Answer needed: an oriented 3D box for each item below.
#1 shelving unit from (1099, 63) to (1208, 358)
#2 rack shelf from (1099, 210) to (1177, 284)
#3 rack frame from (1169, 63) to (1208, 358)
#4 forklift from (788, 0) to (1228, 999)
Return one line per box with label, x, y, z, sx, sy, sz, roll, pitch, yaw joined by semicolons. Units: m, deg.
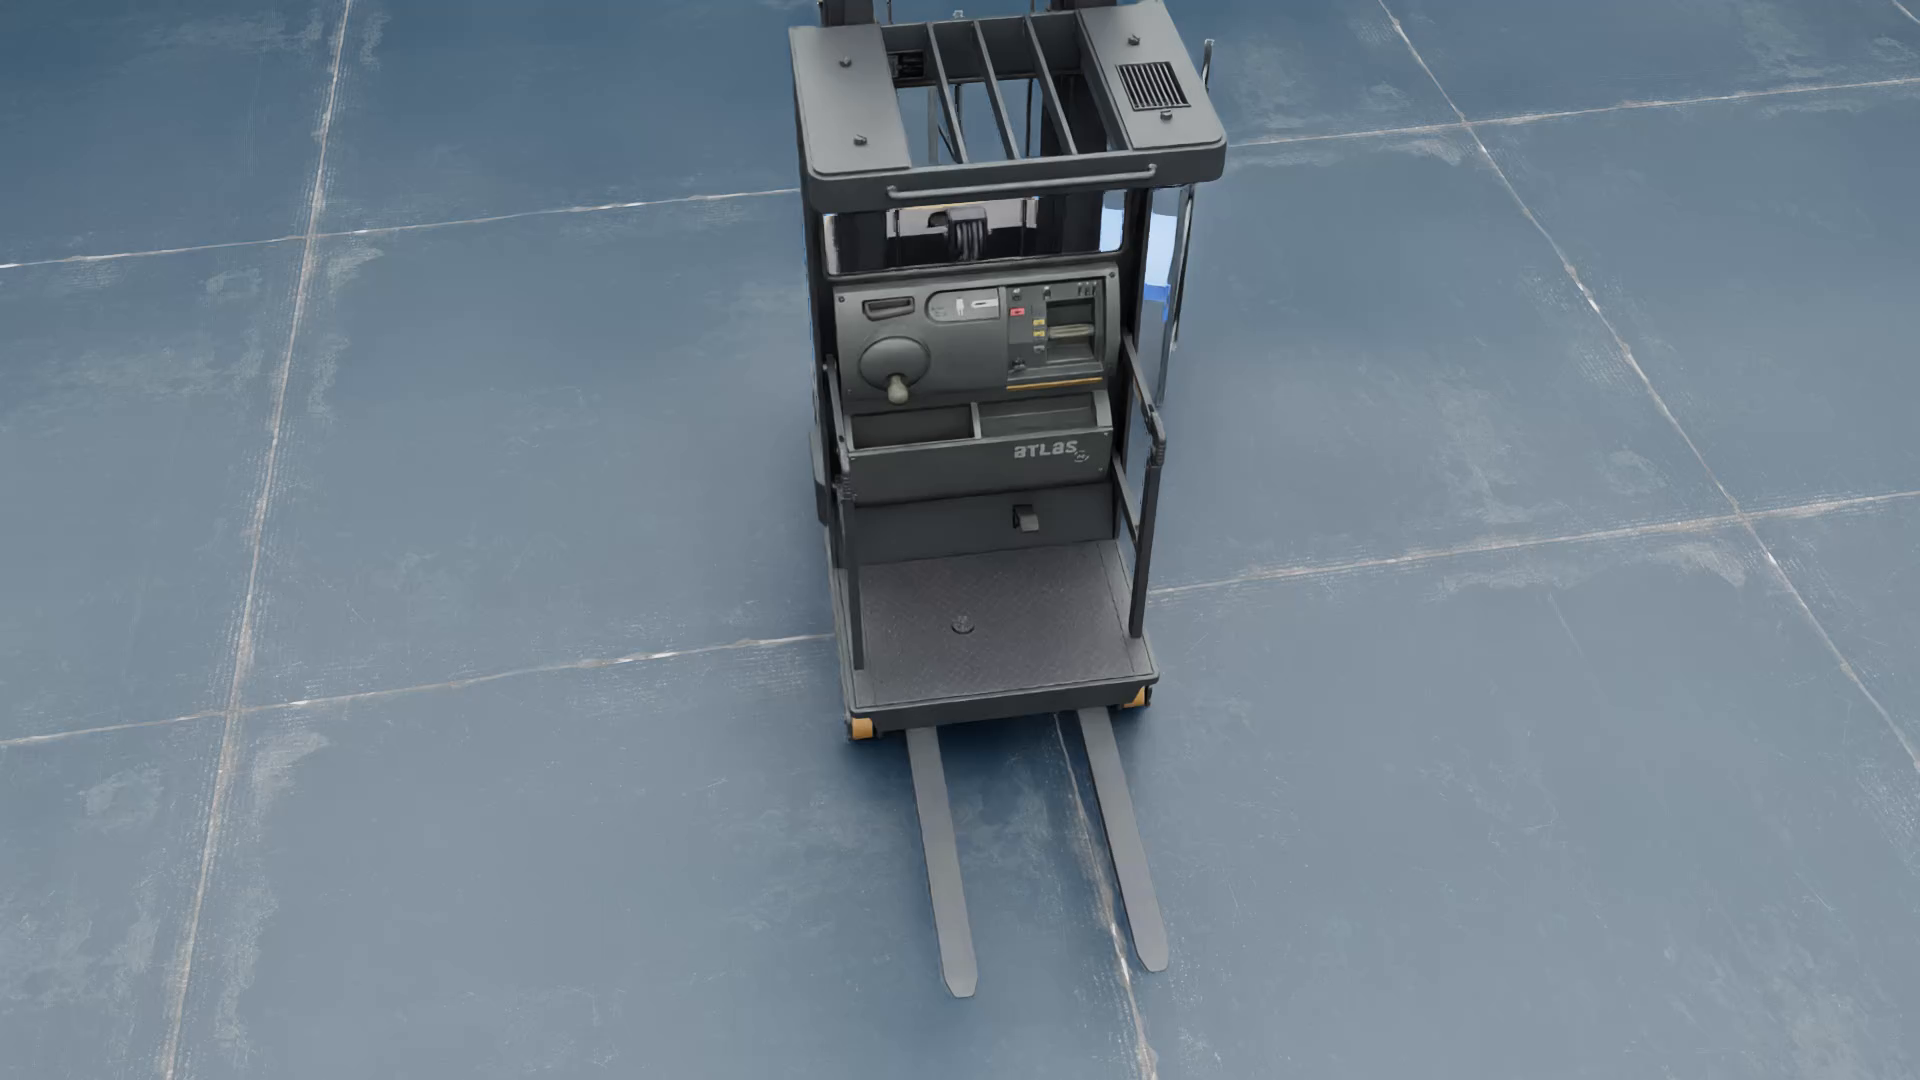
shelving unit;0.456;-1.363;7.022;0.991;1.308;0.475;9;47;9
rack shelf;0.437;-1.274;7.118;0.952;0.062;0.459;9;47;9
rack frame;0.933;-1.285;6.946;0.013;1.308;0.475;9;47;9
forklift;-6.412;2.382;1.956;16.490;3.598;11.167;-6;46;-6
